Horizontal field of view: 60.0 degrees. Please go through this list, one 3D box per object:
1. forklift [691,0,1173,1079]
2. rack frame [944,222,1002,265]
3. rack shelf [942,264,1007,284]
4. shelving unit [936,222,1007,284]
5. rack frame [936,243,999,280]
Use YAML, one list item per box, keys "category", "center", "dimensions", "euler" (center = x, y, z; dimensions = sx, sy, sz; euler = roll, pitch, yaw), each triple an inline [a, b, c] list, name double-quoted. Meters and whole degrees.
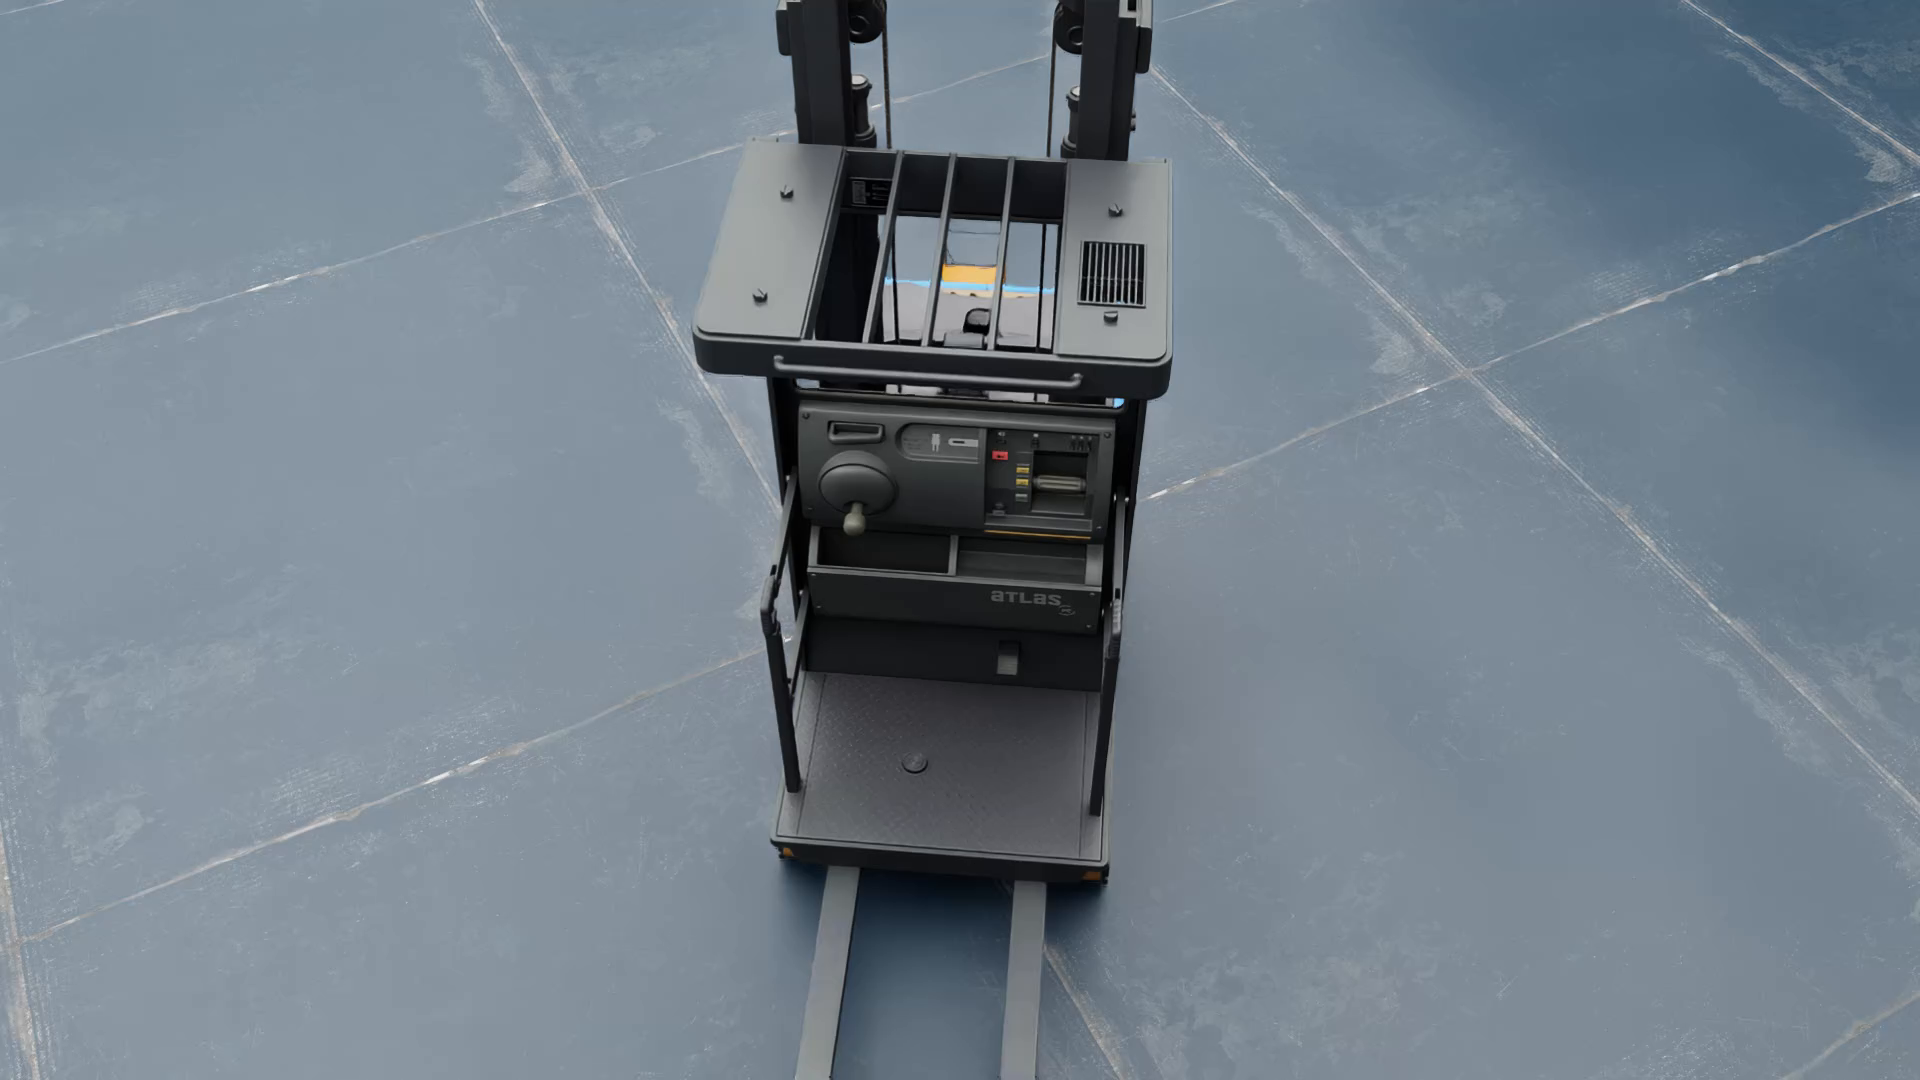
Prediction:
- category: "forklift"
  center: [-0.030, -0.088, 4.772]
  dimensions: [1.130, 2.935, 3.031]
  euler: [4, 49, 3]
- category: "rack frame"
  center: [0.050, -0.800, 6.546]
  dimensions: [0.240, 1.200, 0.006]
  euler: [4, 49, 3]
- category: "rack shelf"
  center: [0.042, -0.940, 6.248]
  dimensions: [0.258, 0.103, 0.180]
  euler: [4, 49, 3]
- category: "shelving unit"
  center: [0.042, -0.732, 6.486]
  dimensions: [0.258, 1.200, 0.189]
  euler: [4, 49, 3]
- category: "rack frame"
  center: [0.034, -0.663, 6.426]
  dimensions: [0.240, 1.200, 0.006]
  euler: [4, 49, 3]
